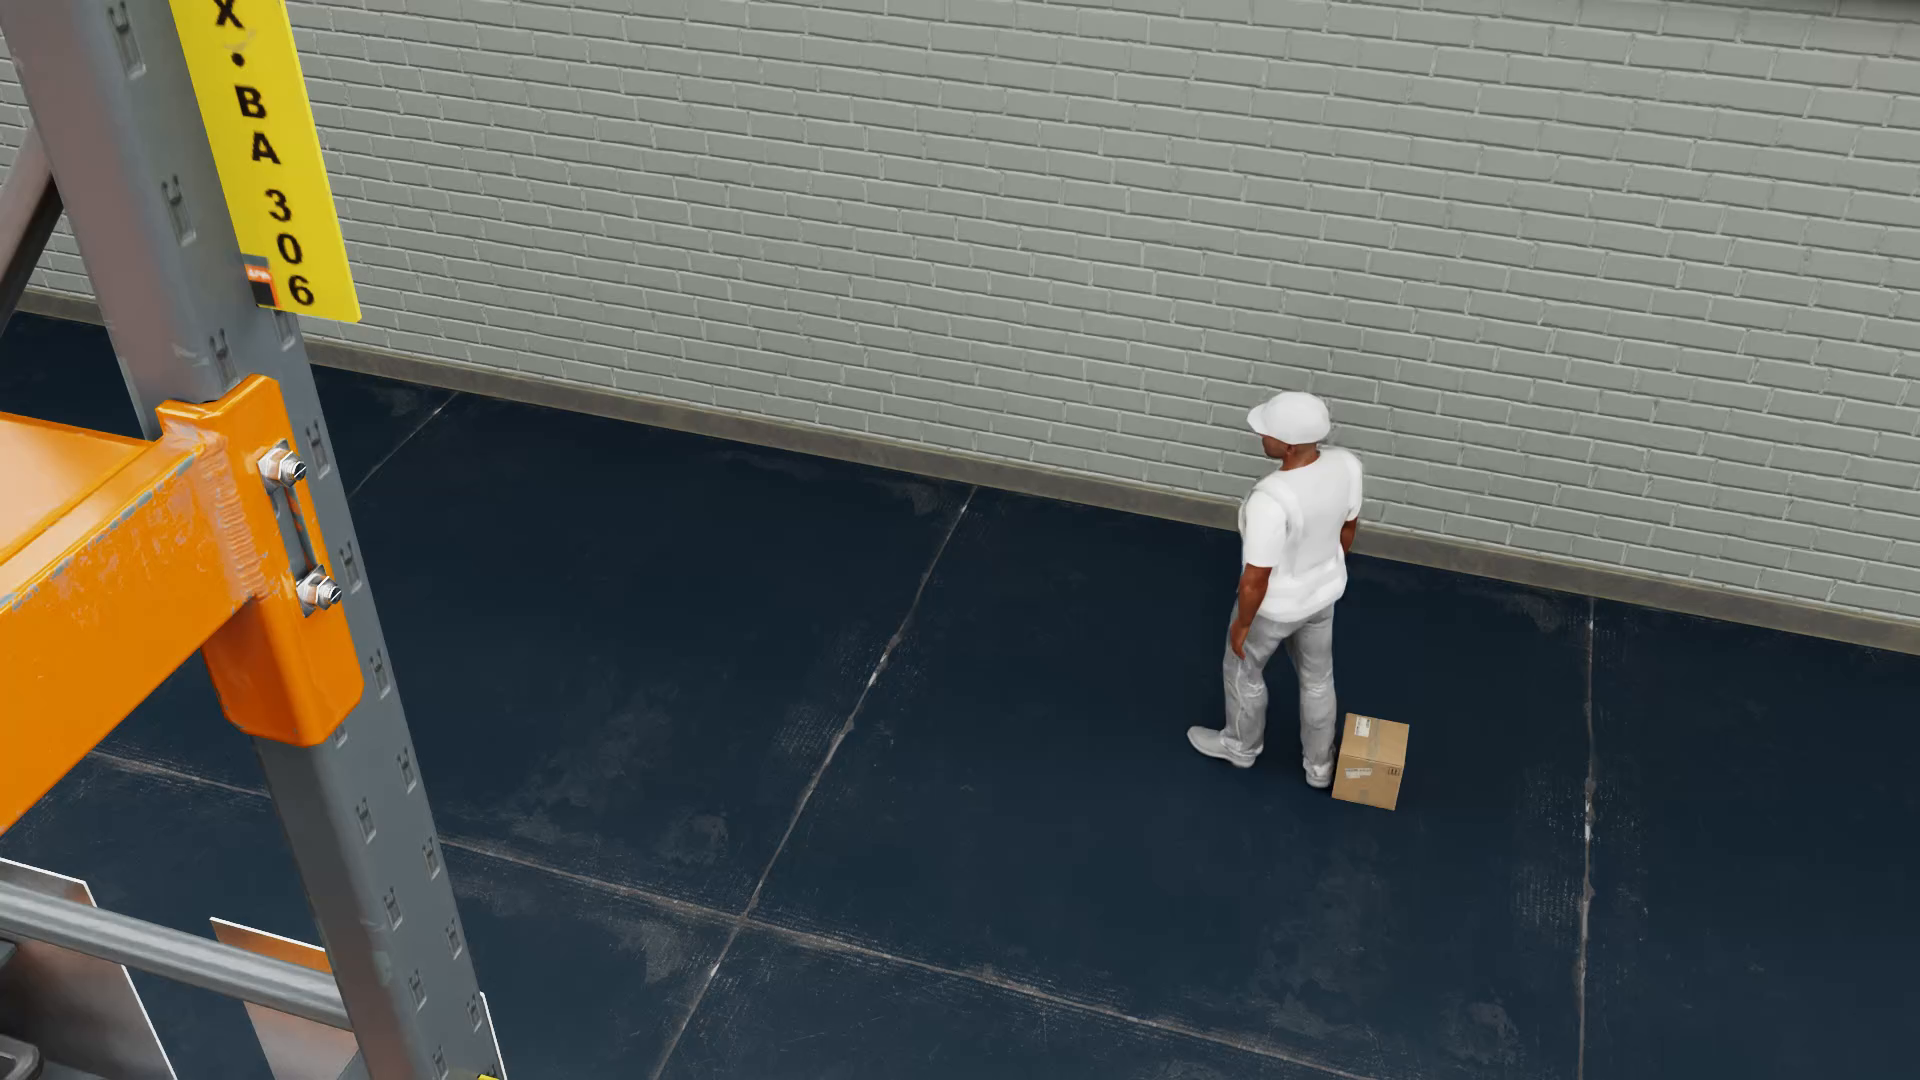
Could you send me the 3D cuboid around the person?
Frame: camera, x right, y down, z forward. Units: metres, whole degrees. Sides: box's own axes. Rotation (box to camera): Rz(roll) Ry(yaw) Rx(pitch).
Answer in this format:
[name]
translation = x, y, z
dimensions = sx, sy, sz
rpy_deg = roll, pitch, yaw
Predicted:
[person]
translation = 1.254, 0.207, 6.353
dimensions = 0.589, 1.766, 0.569
rpy_deg = -21, 42, -26
